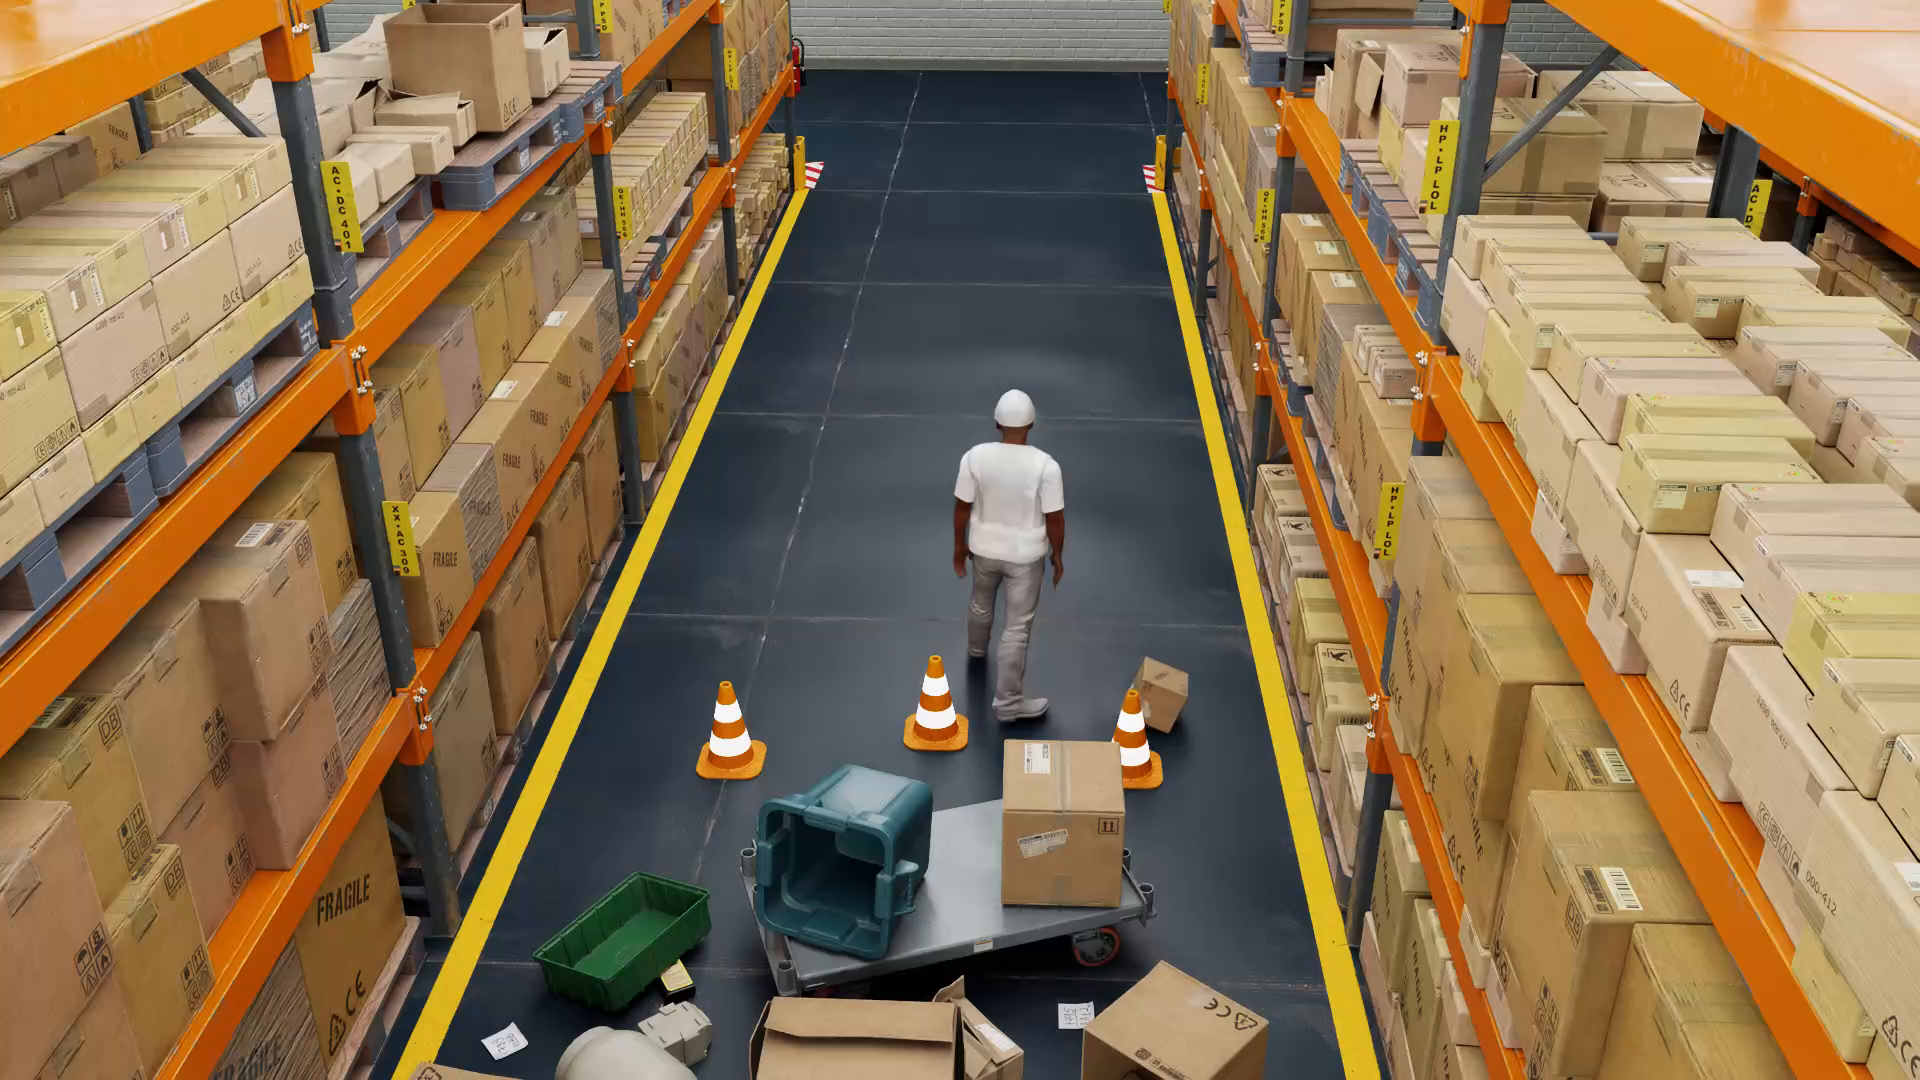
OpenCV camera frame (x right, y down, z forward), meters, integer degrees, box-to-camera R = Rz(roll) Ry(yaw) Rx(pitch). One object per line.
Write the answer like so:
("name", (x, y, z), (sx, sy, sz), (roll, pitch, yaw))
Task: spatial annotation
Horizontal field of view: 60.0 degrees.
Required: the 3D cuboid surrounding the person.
("person", (0.239, 0.006, 8.793), (0.687, 1.729, 0.828), (11, 30, 20))
